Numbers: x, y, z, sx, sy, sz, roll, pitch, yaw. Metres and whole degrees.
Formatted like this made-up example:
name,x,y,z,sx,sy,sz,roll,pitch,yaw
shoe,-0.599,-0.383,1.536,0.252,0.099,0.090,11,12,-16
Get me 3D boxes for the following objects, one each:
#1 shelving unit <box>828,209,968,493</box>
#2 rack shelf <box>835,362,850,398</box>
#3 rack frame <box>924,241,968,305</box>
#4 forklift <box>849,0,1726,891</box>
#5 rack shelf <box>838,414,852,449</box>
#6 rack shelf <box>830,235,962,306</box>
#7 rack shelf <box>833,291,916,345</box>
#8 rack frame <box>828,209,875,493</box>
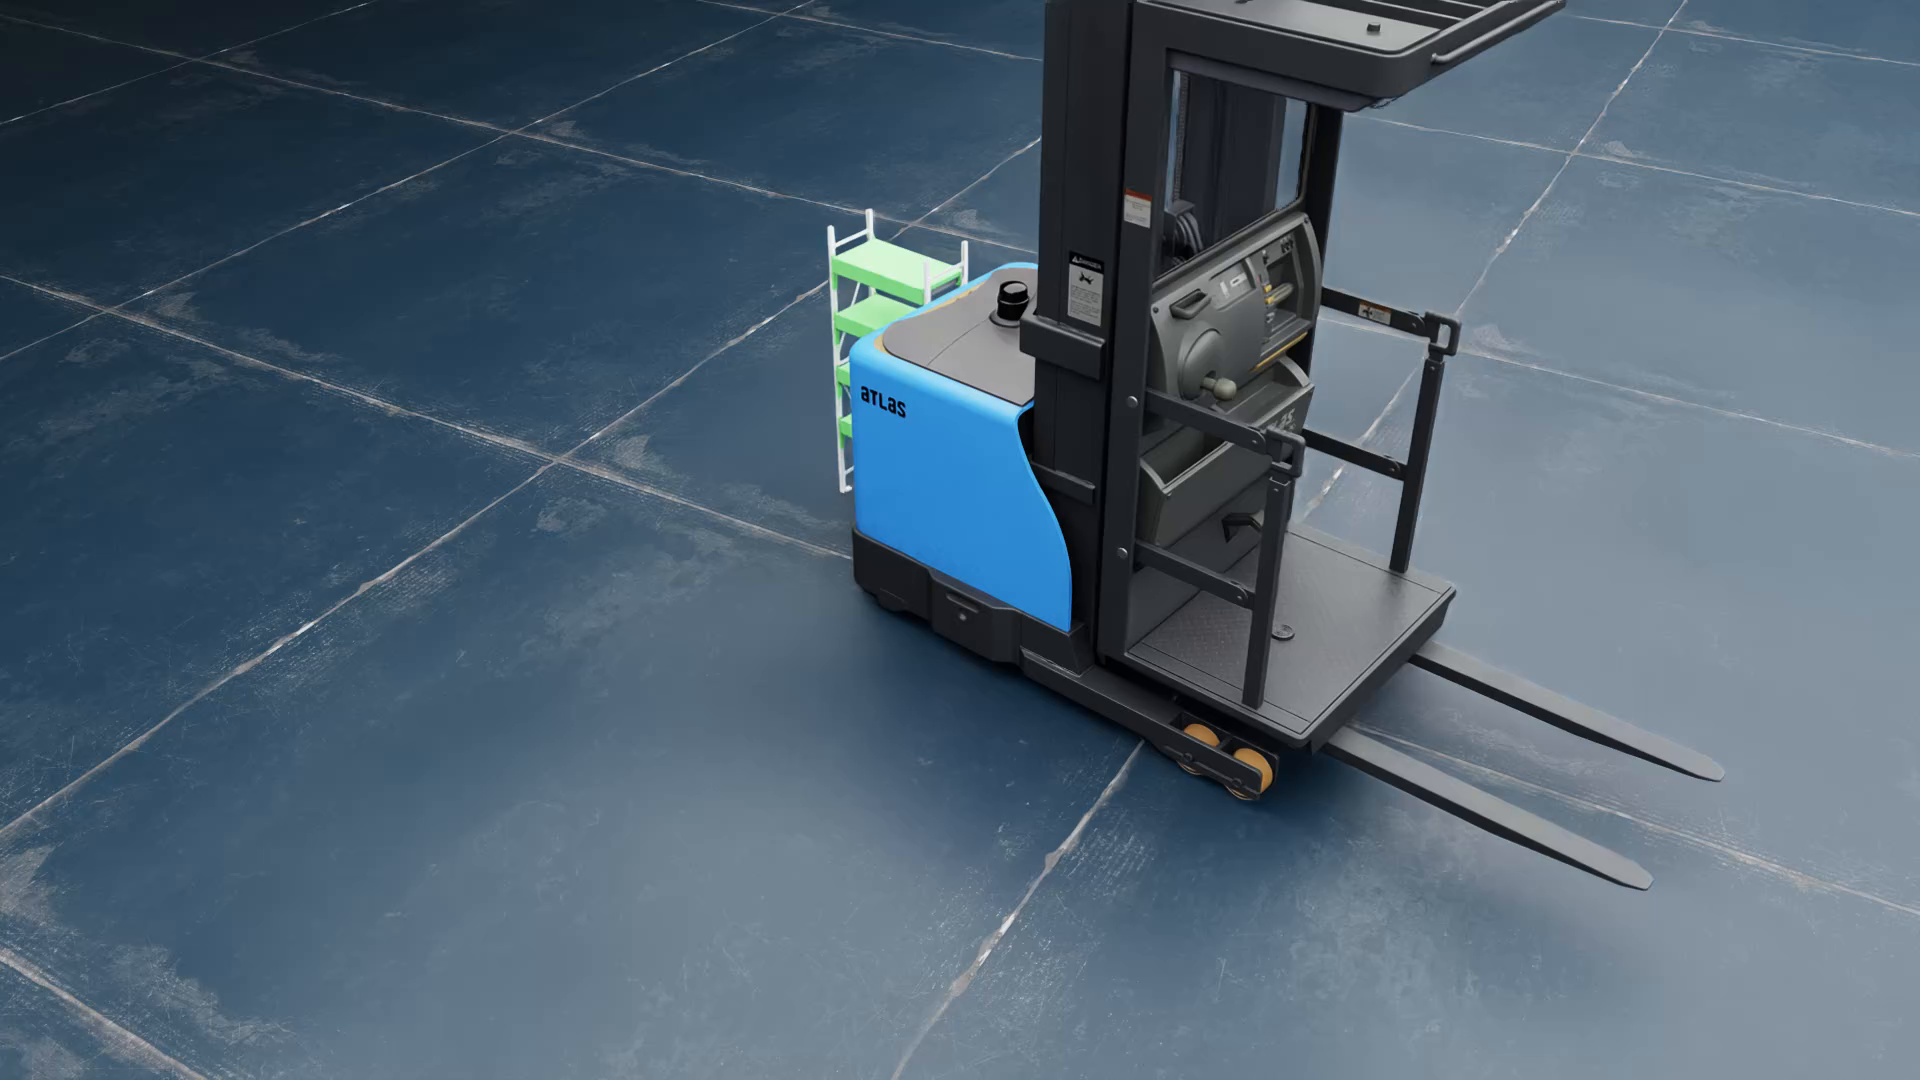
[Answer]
name,x,y,z,sx,sy,sz,roll,pitch,yaw
shelving unit,-0.239,-0.665,6.665,0.503,1.200,0.258,25,41,32
rack shelf,-0.239,-0.611,6.701,0.480,0.148,0.258,25,41,32
rack frame,-0.052,-0.578,6.535,0.015,1.200,0.240,25,41,32
forklift,1.045,-0.699,5.155,3.031,2.935,1.130,25,41,32
rack shelf,-0.239,-0.412,6.834,0.480,0.148,0.258,25,41,32
rack shelf,-0.239,-1.011,6.435,0.480,0.148,0.258,25,41,32
rack shelf,-0.239,-0.811,6.568,0.480,0.148,0.258,25,41,32
rack frame,-0.427,-0.751,6.796,0.015,1.200,0.240,25,41,32
